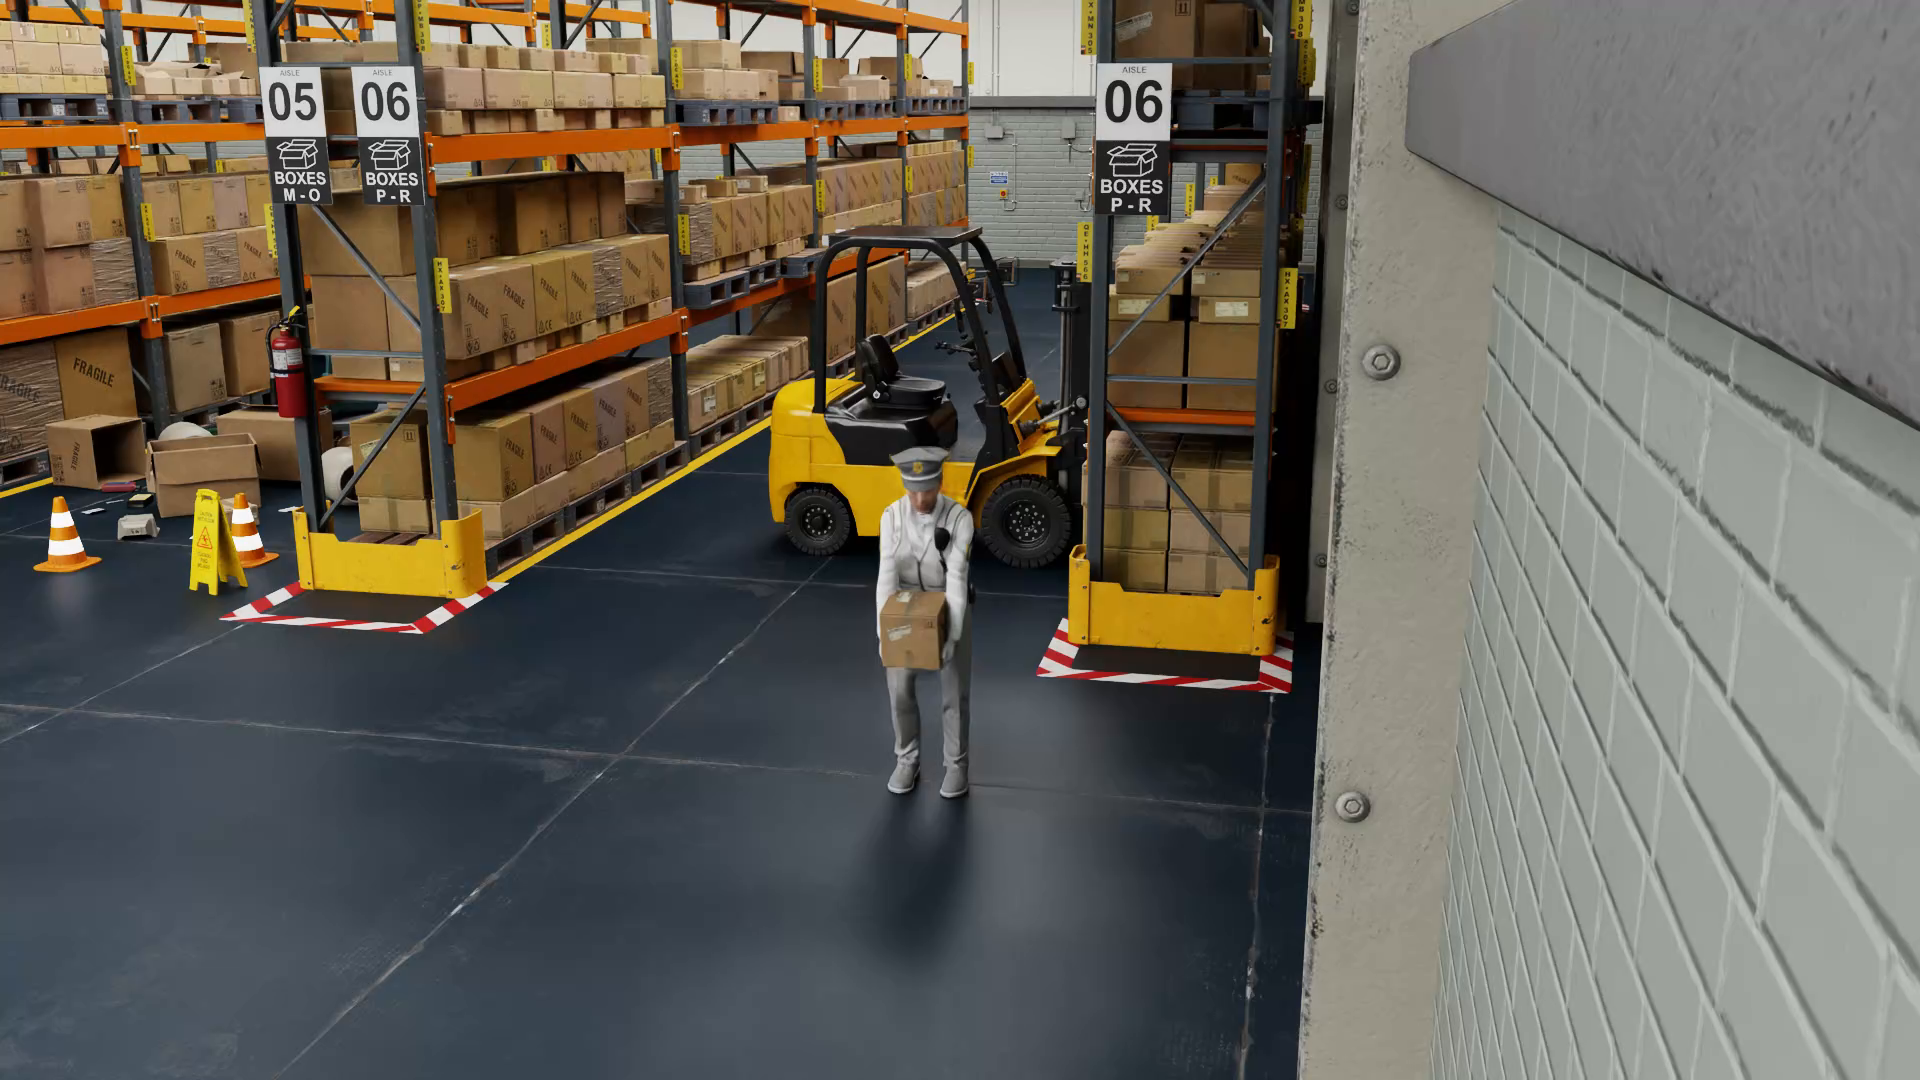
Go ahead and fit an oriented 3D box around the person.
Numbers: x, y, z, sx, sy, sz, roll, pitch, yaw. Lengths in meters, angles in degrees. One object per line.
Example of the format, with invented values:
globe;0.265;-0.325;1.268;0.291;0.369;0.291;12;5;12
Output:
person;-0.138;0.360;7.280;0.409;1.605;0.569;3;15;10
